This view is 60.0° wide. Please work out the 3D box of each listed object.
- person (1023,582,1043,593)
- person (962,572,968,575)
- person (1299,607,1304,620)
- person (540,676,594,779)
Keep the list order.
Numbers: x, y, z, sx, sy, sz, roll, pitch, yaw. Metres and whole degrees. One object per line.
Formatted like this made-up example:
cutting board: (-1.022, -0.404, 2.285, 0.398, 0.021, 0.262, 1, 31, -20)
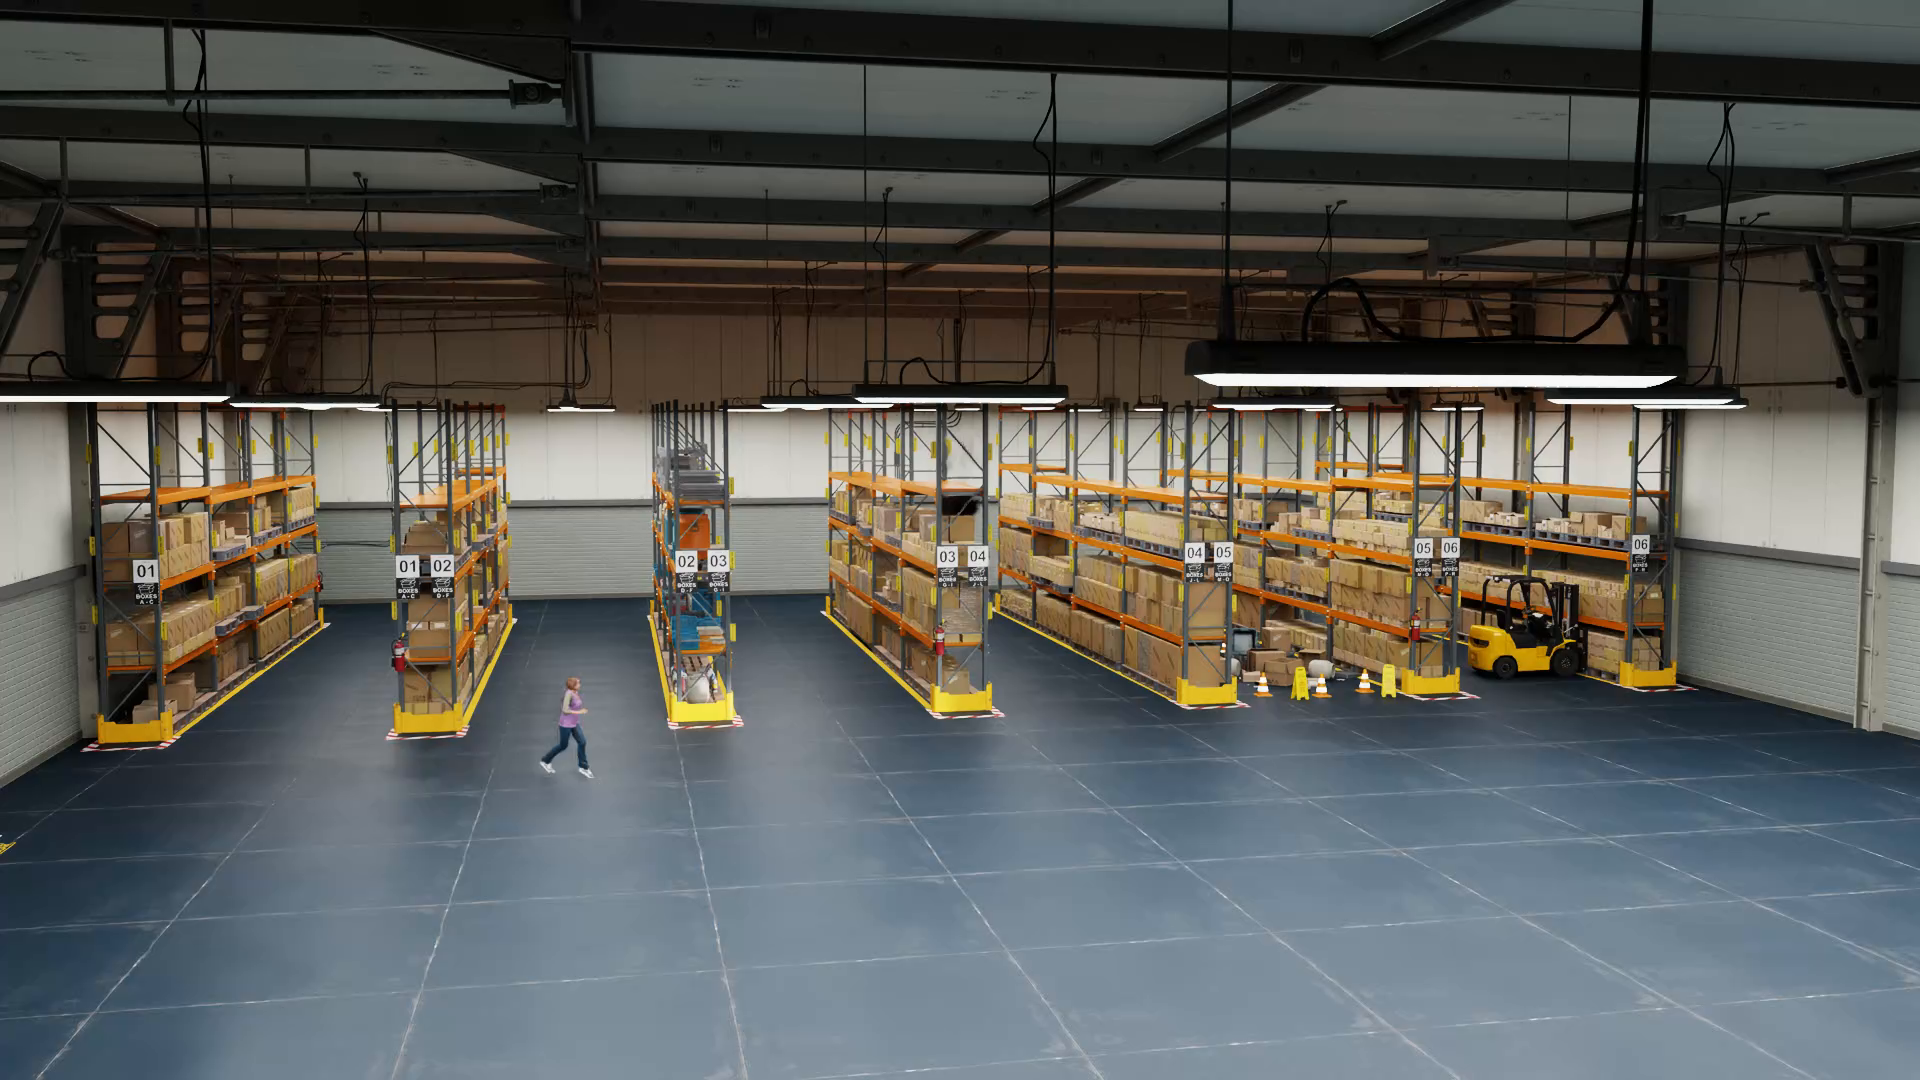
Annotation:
person: (2.123, 1.079, 49.621, 0.922, 1.771, 0.714, 1, 4, 7)
person: (0.005, 1.246, 48.778, 0.567, 1.607, 0.556, 3, 5, 31)
person: (9.259, 1.486, 45.851, 0.527, 1.579, 0.868, -1, 4, -16)
person: (-6.198, 2.952, 26.226, 0.875, 1.618, 0.562, 1, 4, 7)
